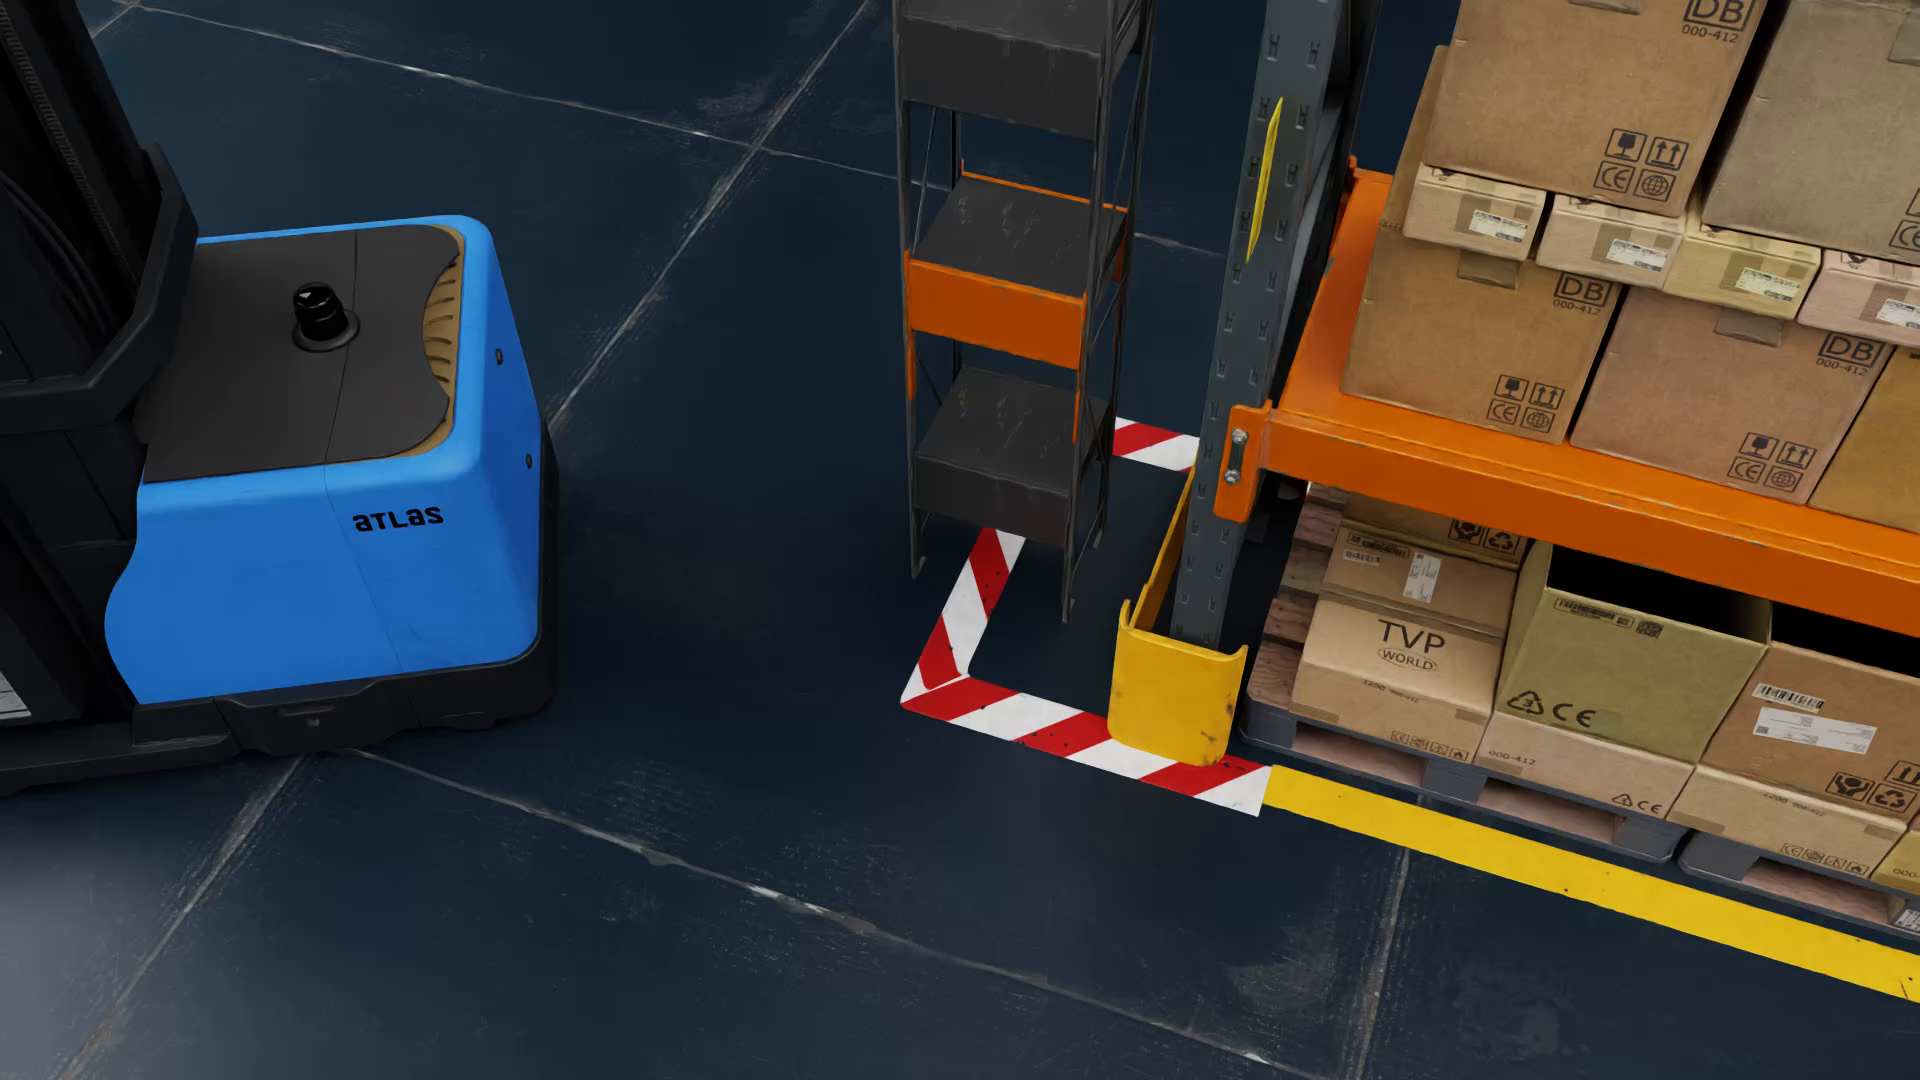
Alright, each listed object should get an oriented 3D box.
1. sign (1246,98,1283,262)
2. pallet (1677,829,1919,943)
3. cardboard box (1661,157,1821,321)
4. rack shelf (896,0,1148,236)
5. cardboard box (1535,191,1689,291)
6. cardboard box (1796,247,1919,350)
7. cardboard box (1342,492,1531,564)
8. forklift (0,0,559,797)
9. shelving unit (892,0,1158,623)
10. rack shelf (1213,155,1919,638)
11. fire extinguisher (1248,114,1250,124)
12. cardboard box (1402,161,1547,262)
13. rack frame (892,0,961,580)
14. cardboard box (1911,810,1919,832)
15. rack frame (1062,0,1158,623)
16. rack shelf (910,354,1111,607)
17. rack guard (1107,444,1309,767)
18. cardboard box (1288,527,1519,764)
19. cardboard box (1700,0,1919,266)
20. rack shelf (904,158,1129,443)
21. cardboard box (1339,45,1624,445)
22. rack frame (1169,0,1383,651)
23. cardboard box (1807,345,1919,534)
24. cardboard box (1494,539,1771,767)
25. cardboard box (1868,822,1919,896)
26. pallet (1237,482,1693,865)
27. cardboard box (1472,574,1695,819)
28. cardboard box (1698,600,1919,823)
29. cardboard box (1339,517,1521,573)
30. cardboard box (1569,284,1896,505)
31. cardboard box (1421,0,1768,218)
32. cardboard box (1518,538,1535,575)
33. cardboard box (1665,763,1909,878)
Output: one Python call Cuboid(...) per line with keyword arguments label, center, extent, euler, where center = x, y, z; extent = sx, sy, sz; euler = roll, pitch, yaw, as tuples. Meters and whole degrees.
Cuboid(label="sign", center=(0.593, -0.698, 3.245), extent=(0.005, 0.325, 0.100), euler=(16, 51, 13))
Cuboid(label="pallet", center=(2.663, 0.624, 4.569), extent=(1.213, 0.211, 1.003), euler=(16, 51, 13))
Cuboid(label="cardboard box", center=(1.566, -0.636, 3.321), extent=(0.250, 0.149, 0.380), euler=(16, 51, 13))
Cuboid(label="rack shelf", center=(0.155, -1.094, 3.900), extent=(0.480, 0.518, 0.431), euler=(16, 51, 13))
Cuboid(label="cardboard box", center=(1.333, -0.703, 3.379), extent=(0.250, 0.149, 0.380), euler=(14, 51, 12))
Cuboid(label="cardboard box", center=(1.802, -0.569, 3.263), extent=(0.250, 0.149, 0.380), euler=(15, 51, 13))
Cuboid(label="cardboard box", center=(1.397, -0.333, 4.599), extent=(0.500, 0.500, 0.500), euler=(16, 51, 13))
Cuboid(label="forklift", center=(-2.723, -0.644, 3.868), extent=(3.031, 2.935, 1.130), euler=(-7, 49, -6))
Cuboid(label="shelving unit", center=(0.155, -0.644, 4.419), extent=(0.503, 2.100, 0.431), euler=(16, 51, 13))
Cuboid(label="rack shelf", center=(2.667, -0.021, 3.759), extent=(4.000, 0.370, 1.077), euler=(16, 51, 13))
Cuboid(label="fire extinguisher", center=(0.841, -1.115, 4.283), extent=(0.183, 0.674, 0.296), euler=(16, 51, 13))
Cuboid(label="cardboard box", center=(1.084, -0.770, 3.437), extent=(0.250, 0.149, 0.380), euler=(15, 51, 13))
Cuboid(label="rack frame", center=(-0.074, -0.708, 4.474), extent=(0.015, 2.100, 0.400), euler=(16, 51, 13))
Cuboid(label="cardboard box", center=(2.623, 0.430, 3.938), extent=(0.500, 0.500, 0.500), euler=(16, 51, 13))
Cuboid(label="rack frame", center=(0.384, -0.580, 4.364), extent=(0.015, 2.100, 0.400), euler=(16, 51, 13))
Cuboid(label="rack shelf", center=(0.155, -0.177, 4.958), extent=(0.480, 0.518, 0.431), euler=(16, 51, 13))
Cuboid(label="rack guard", center=(0.768, 0.032, 4.891), extent=(0.348, 0.500, 1.175), euler=(16, 51, 13))
Cuboid(label="cardboard box", center=(1.217, 0.281, 4.563), extent=(0.500, 0.250, 0.500), euler=(16, 51, 13))
Cuboid(label="cardboard box", center=(1.769, -0.959, 3.171), extent=(0.500, 0.500, 0.700), euler=(14, 51, 12))
Cuboid(label="rack shelf", center=(0.155, -0.635, 4.429), extent=(0.480, 0.518, 0.431), euler=(16, 51, 13))
Cuboid(label="cardboard box", center=(1.224, -0.682, 3.790), extent=(0.500, 0.500, 0.700), euler=(16, 51, 13))
Cuboid(label="rack frame", center=(0.791, -0.780, 3.941), extent=(0.127, 3.000, 1.000), euler=(16, 51, 13))
Cuboid(label="cardboard box", center=(2.182, -0.413, 3.557), extent=(0.500, 0.500, 0.700), euler=(16, 51, 13))
Cuboid(label="cardboard box", center=(1.687, 0.165, 4.168), extent=(0.500, 0.500, 0.500), euler=(16, 51, 13))
Cuboid(label="cardboard box", center=(2.623, 0.675, 4.222), extent=(0.500, 0.250, 0.500), euler=(16, 51, 13))
Cuboid(label="pallet", center=(1.523, 0.304, 4.847), extent=(1.213, 0.211, 1.003), euler=(16, 51, 13))
Cuboid(label="cardboard box", center=(1.687, 0.409, 4.452), extent=(0.500, 0.250, 0.500), euler=(16, 51, 13))
Cuboid(label="cardboard box", center=(2.160, 0.287, 4.062), extent=(0.500, 0.500, 0.500), euler=(16, 51, 13))
Cuboid(label="cardboard box", center=(1.396, -0.086, 4.881), extent=(0.500, 0.250, 0.500), euler=(16, 51, 13))
Cuboid(label="cardboard box", center=(1.719, -0.548, 3.673), extent=(0.500, 0.500, 0.700), euler=(17, 51, 14))
Cuboid(label="cardboard box", center=(1.274, -1.093, 3.287), extent=(0.500, 0.500, 0.700), euler=(16, 51, 13))
Cuboid(label="cardboard box", center=(1.870, 0.036, 4.775), extent=(0.500, 0.250, 0.500), euler=(16, 51, 13))
Cuboid(label="cardboard box", center=(2.156, 0.541, 4.338), extent=(0.500, 0.250, 0.500), euler=(16, 51, 13))
